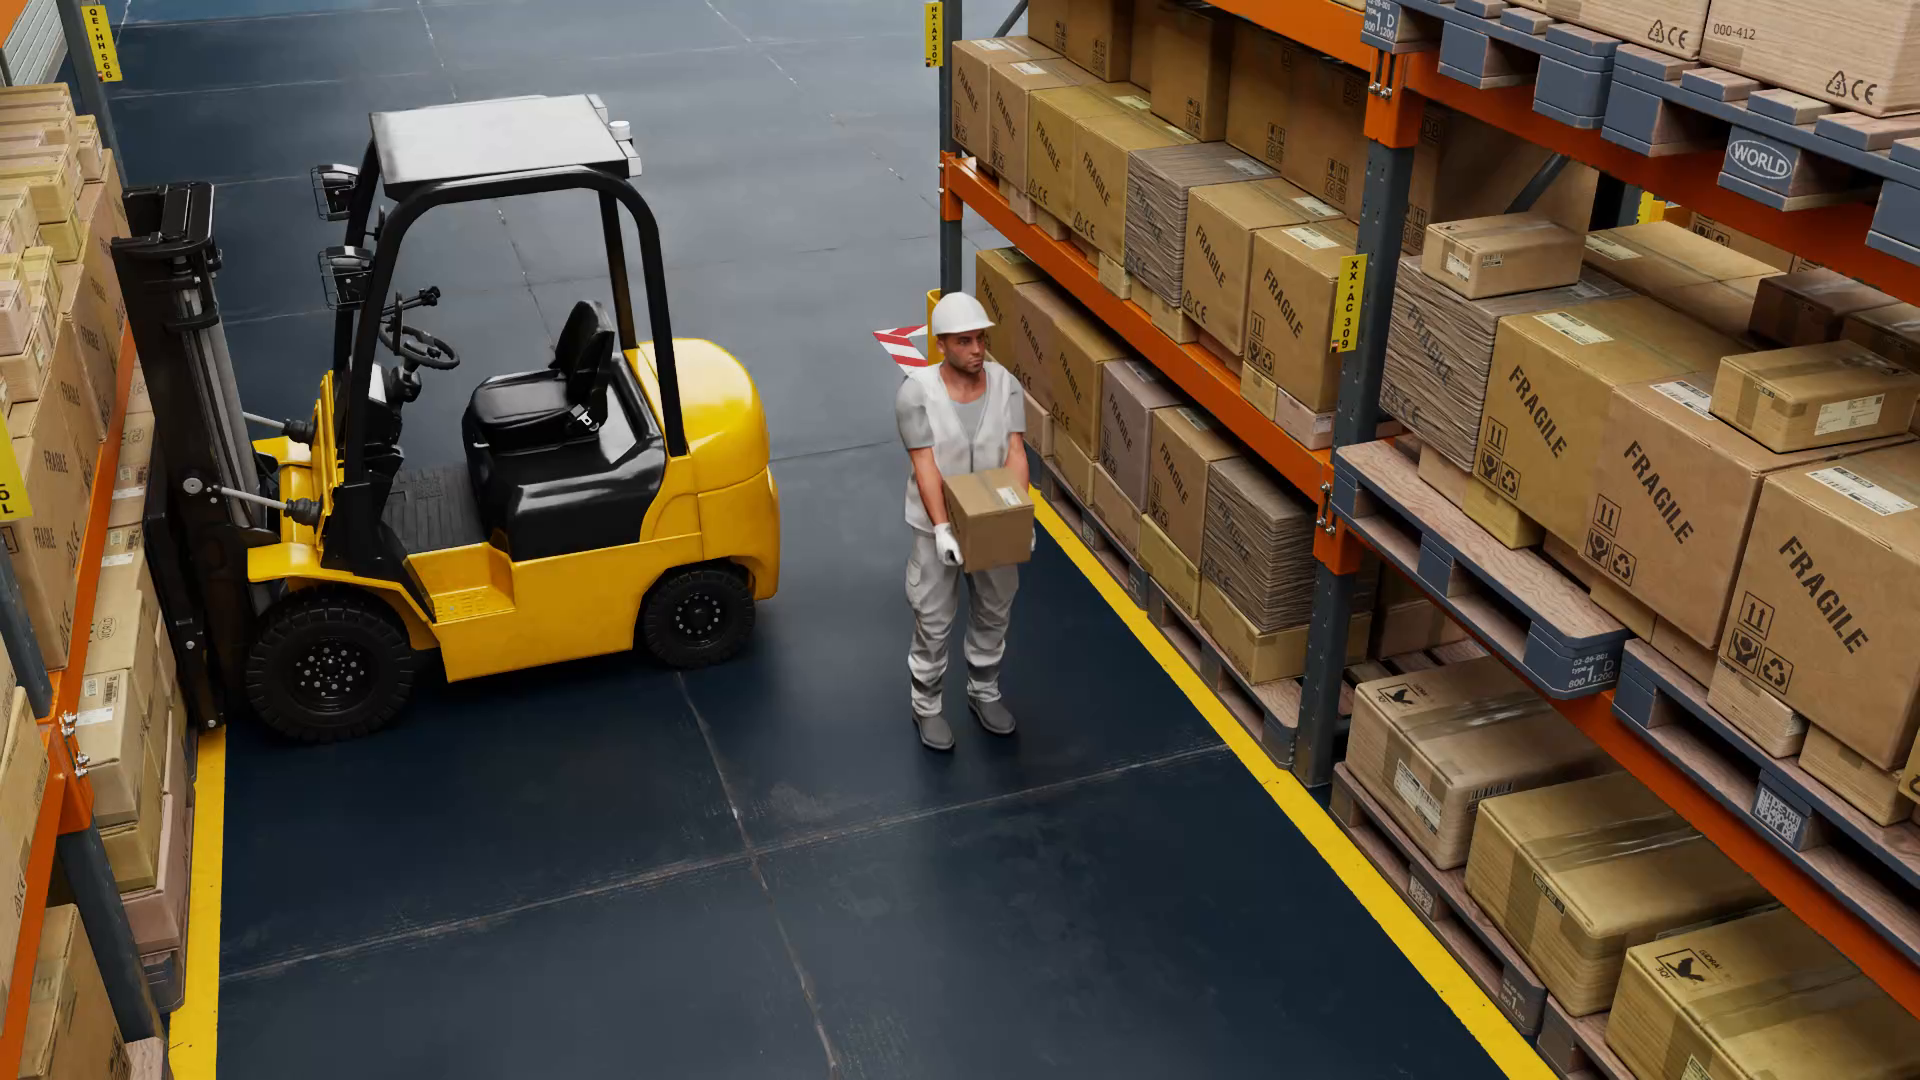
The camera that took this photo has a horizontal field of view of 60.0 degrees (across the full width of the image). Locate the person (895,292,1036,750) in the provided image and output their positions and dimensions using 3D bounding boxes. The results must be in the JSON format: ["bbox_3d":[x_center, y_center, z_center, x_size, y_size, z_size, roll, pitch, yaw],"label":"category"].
[{"bbox_3d":[0.047,-0.014,6.133,0.494,1.783,0.557,-11,31,-18],"label":"person"}]
